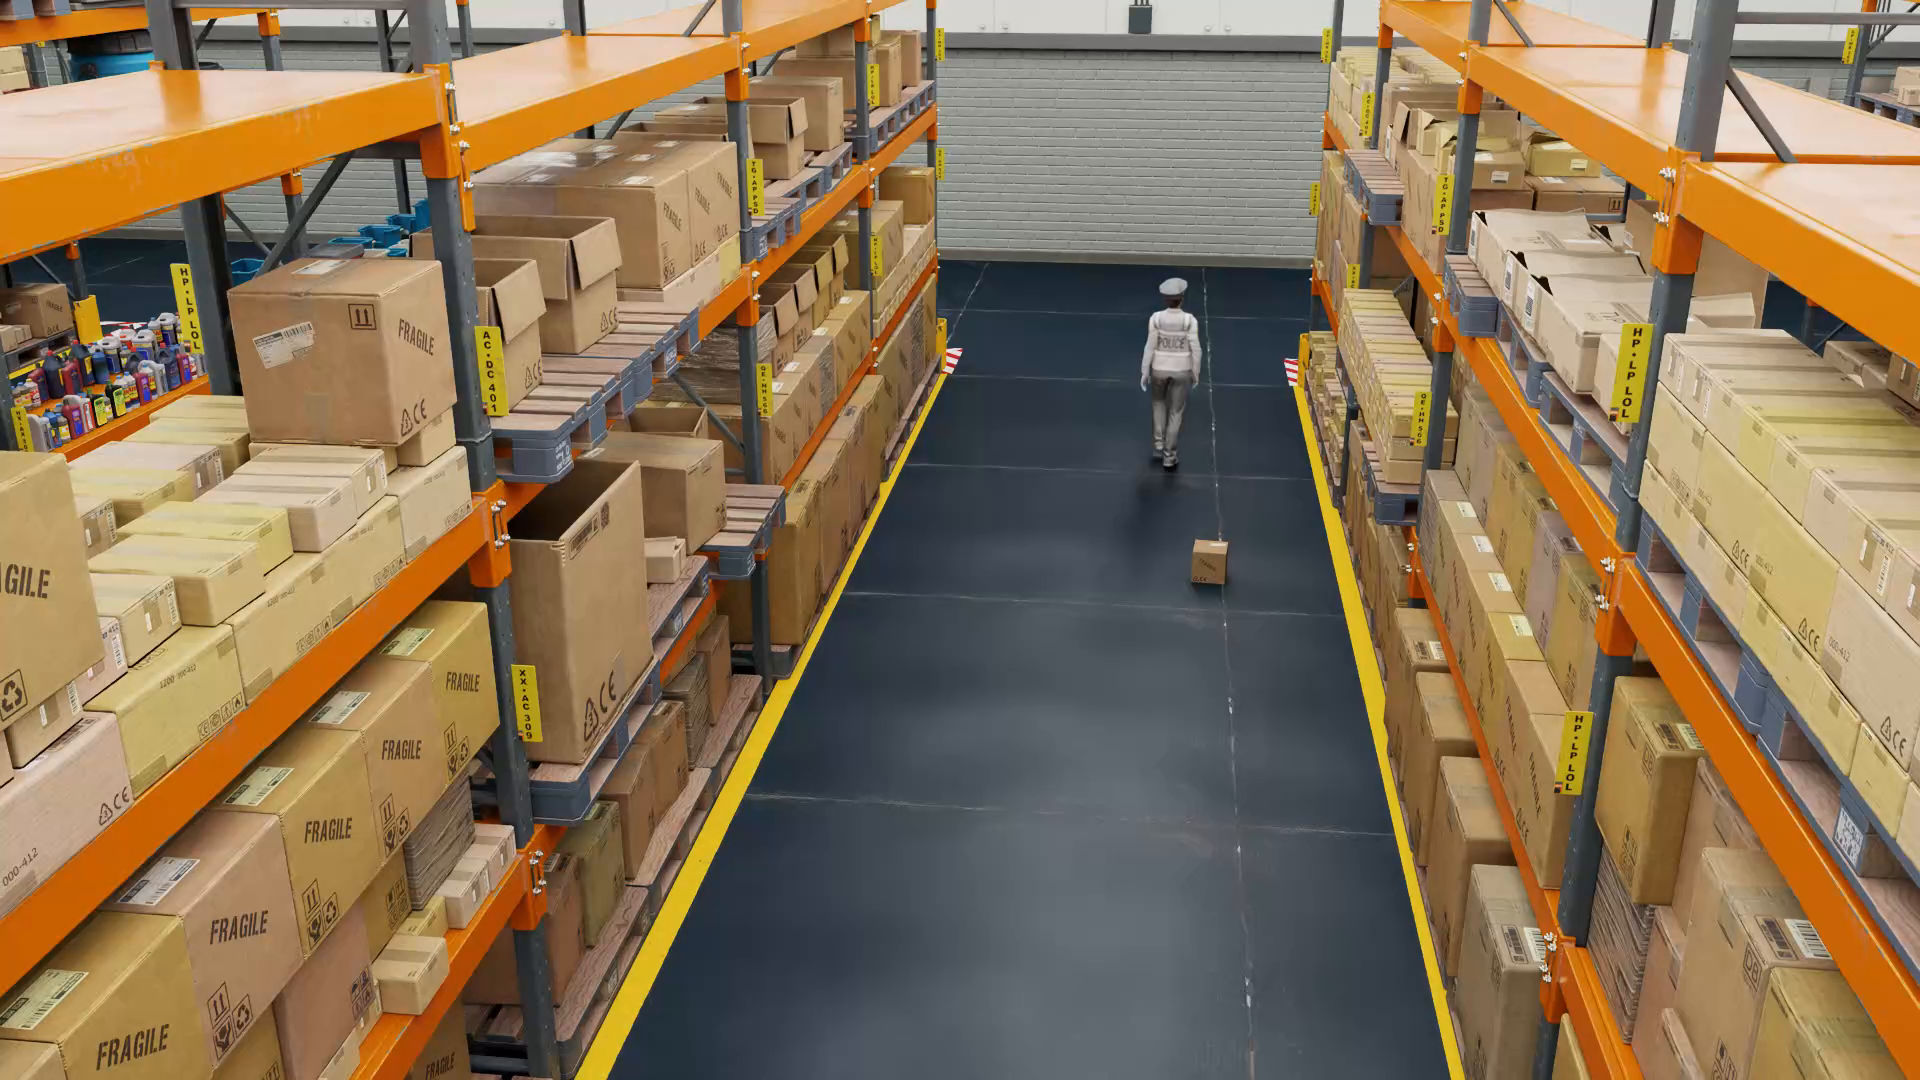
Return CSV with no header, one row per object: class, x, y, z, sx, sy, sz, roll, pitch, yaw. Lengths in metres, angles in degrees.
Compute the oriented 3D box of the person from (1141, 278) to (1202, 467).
person,1.891,-1.473,14.848,0.522,1.747,0.496,7,22,16
